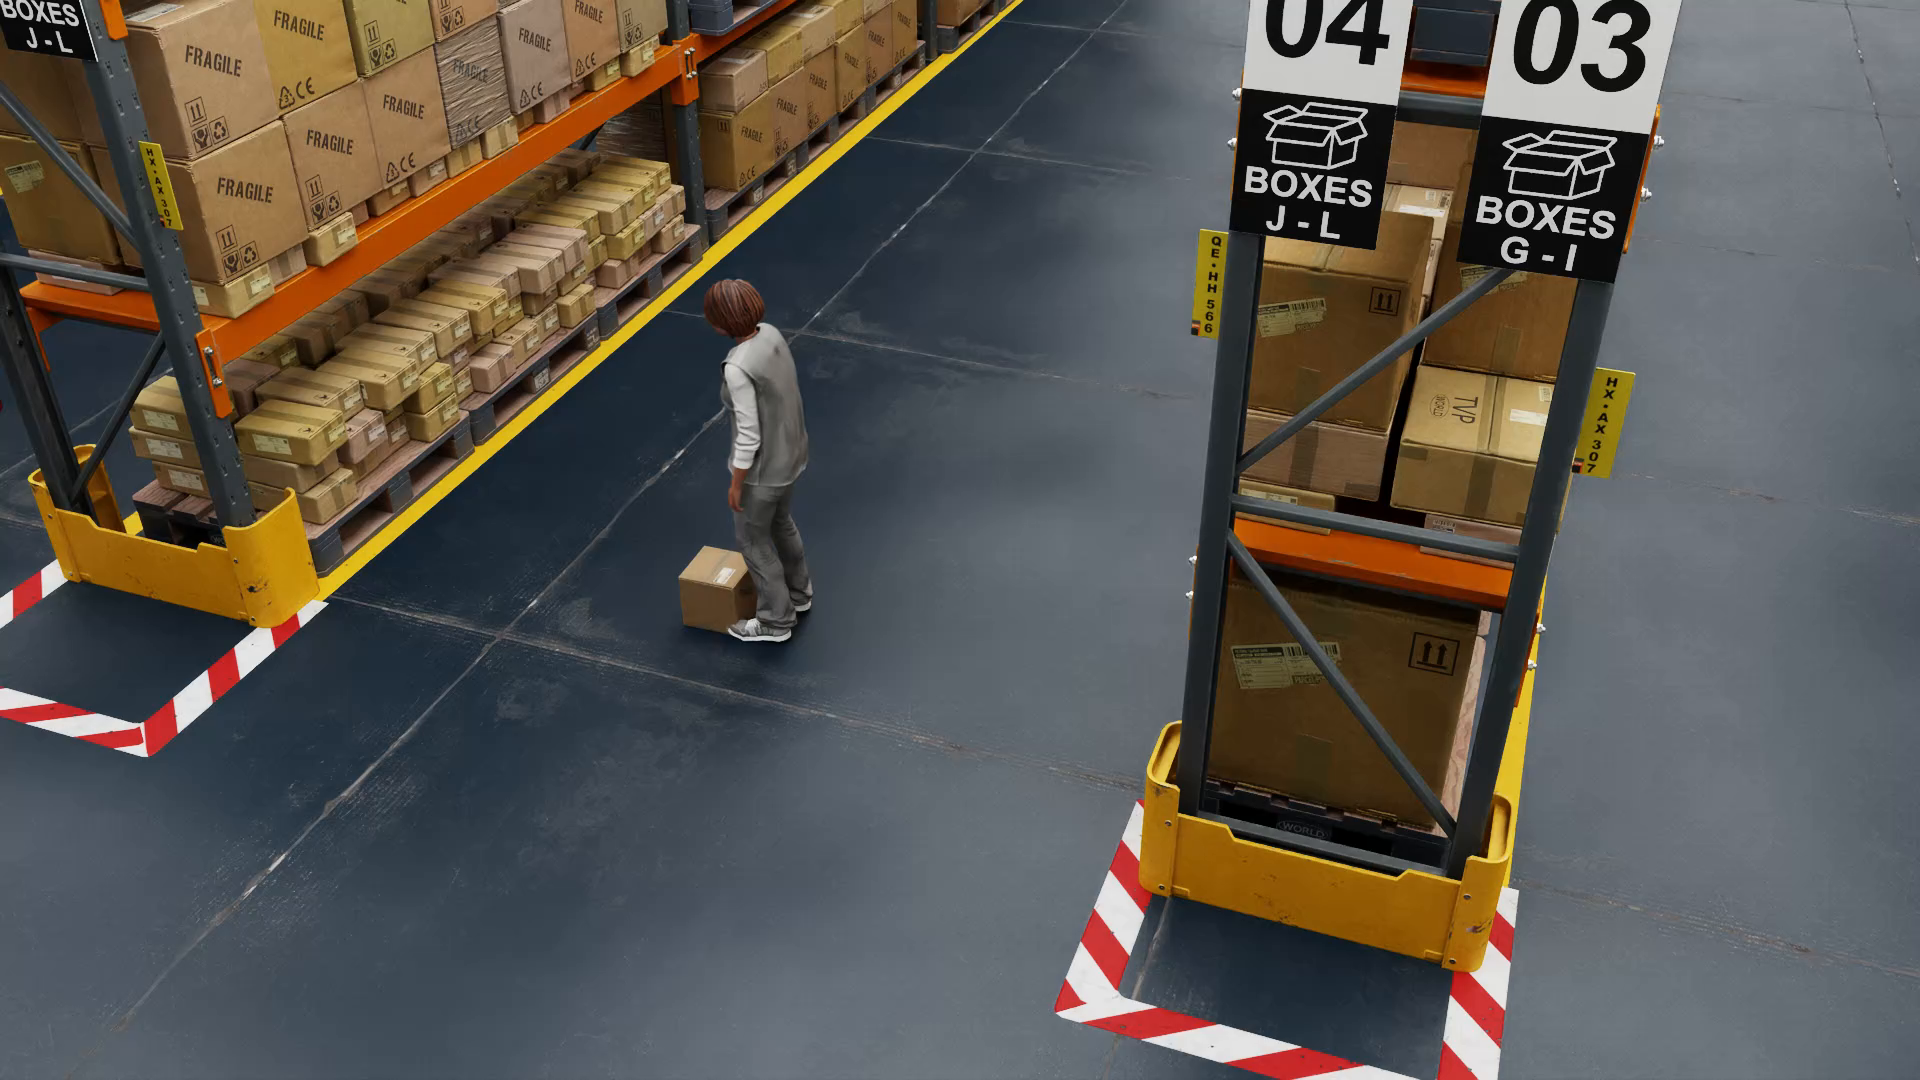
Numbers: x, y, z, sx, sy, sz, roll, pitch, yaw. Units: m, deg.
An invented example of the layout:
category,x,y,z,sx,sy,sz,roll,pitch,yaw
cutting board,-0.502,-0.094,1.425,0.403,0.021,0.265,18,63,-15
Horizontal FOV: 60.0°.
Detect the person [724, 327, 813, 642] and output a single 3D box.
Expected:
category,x,y,z,sx,sy,sz,roll,pitch,yaw
person,-0.788,-0.202,6.670,0.323,1.352,0.485,9,35,14
